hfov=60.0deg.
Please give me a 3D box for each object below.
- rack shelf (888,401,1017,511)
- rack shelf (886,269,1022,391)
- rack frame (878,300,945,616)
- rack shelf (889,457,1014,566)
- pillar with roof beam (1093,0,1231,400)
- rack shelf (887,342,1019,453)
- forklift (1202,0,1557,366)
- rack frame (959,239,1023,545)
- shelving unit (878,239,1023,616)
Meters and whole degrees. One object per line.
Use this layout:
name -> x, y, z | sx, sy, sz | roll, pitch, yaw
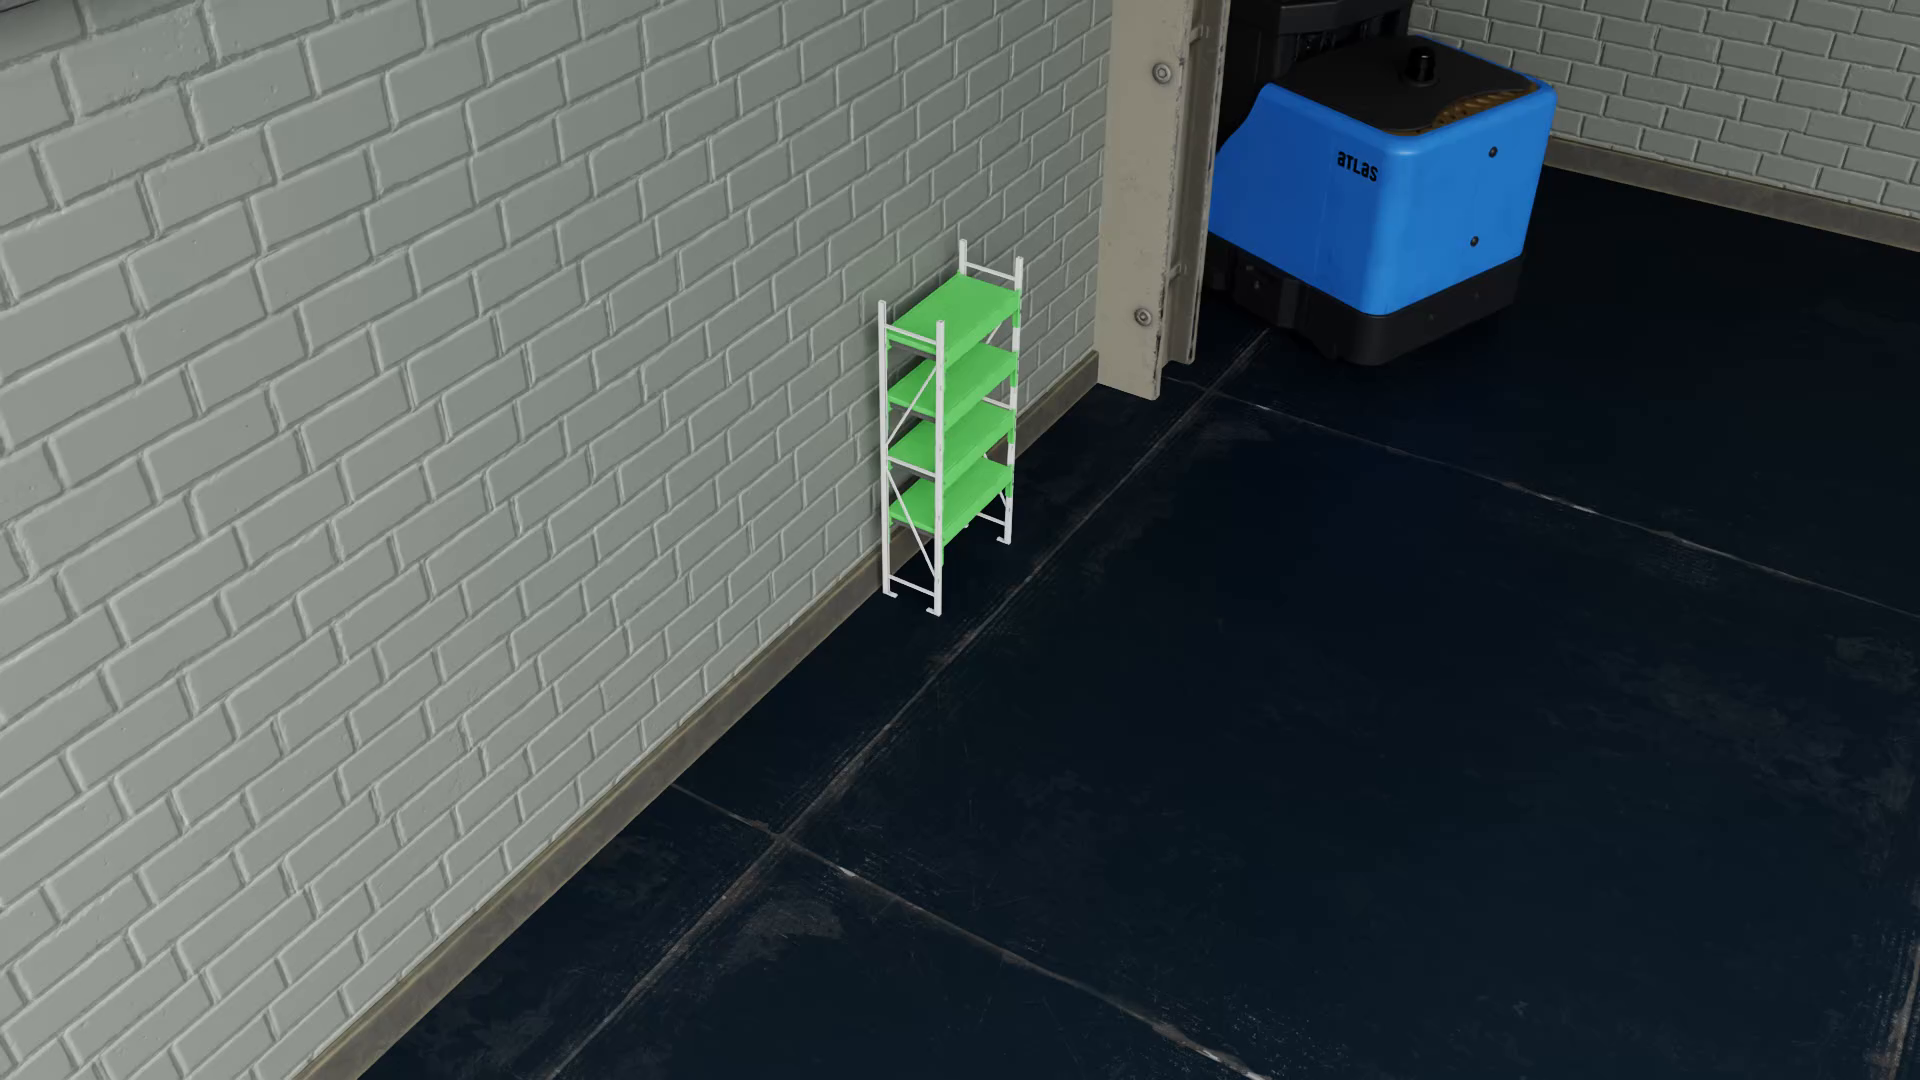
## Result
rack shelf -> -0.035, -0.321, 5.784 | 0.258, 0.148, 0.480 | 22, 43, 24
rack shelf -> -0.028, -0.698, 5.488 | 0.258, 0.148, 0.480 | 22, 43, 24
rack frame -> -0.163, -0.245, 5.581 | 0.240, 1.200, 0.015 | 22, 43, 24
rack shelf -> -0.039, -0.133, 5.933 | 0.258, 0.148, 0.480 | 22, 43, 24
pillar with roof beam -> 4.428, -2.895, 2.635 | 9.100, 9.000, 0.400 | 21, 42, 25
rack shelf -> -0.032, -0.510, 5.636 | 0.258, 0.148, 0.480 | 22, 43, 24
forklift -> 1.240, -2.751, 7.418 | 1.130, 2.935, 3.031 | -25, 44, -28
rack frame -> 0.094, -0.498, 5.909 | 0.240, 1.200, 0.015 | 22, 43, 24
shelving unit -> -0.034, -0.371, 5.745 | 0.258, 1.200, 0.503 | 22, 43, 24
